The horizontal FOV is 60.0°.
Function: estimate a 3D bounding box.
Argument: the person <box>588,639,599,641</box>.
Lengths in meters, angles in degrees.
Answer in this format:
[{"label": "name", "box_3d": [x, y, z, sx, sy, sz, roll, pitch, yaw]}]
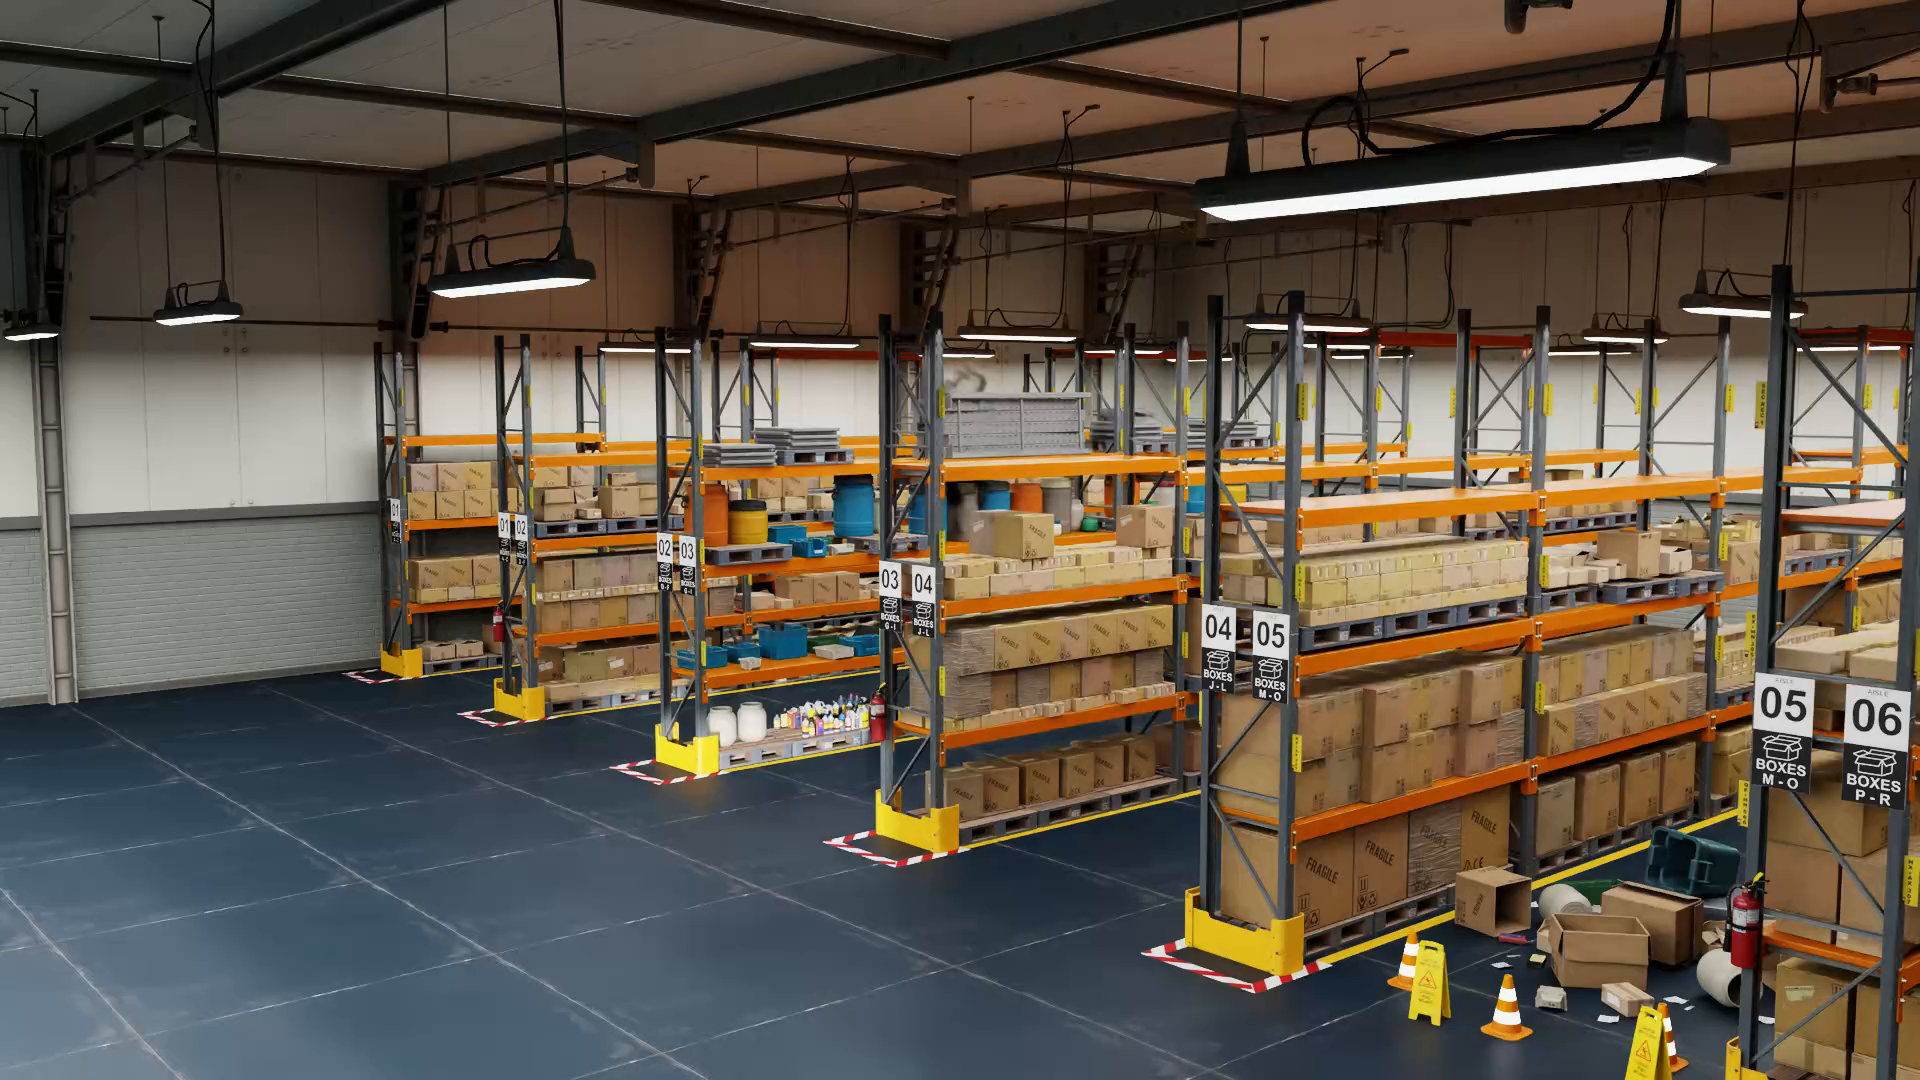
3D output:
[{"label": "person", "box_3d": [-6.498, 1.618, 29.532, 0.705, 1.722, 0.578, 4, 6, 35]}]

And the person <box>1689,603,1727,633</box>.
[{"label": "person", "box_3d": [12.520, 1.843, 27.849, 0.663, 1.718, 0.782, 2, 6, 25]}]

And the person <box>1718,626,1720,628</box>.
[{"label": "person", "box_3d": [11.229, 2.097, 24.776, 0.655, 1.634, 0.575, -3, 6, -31]}]
